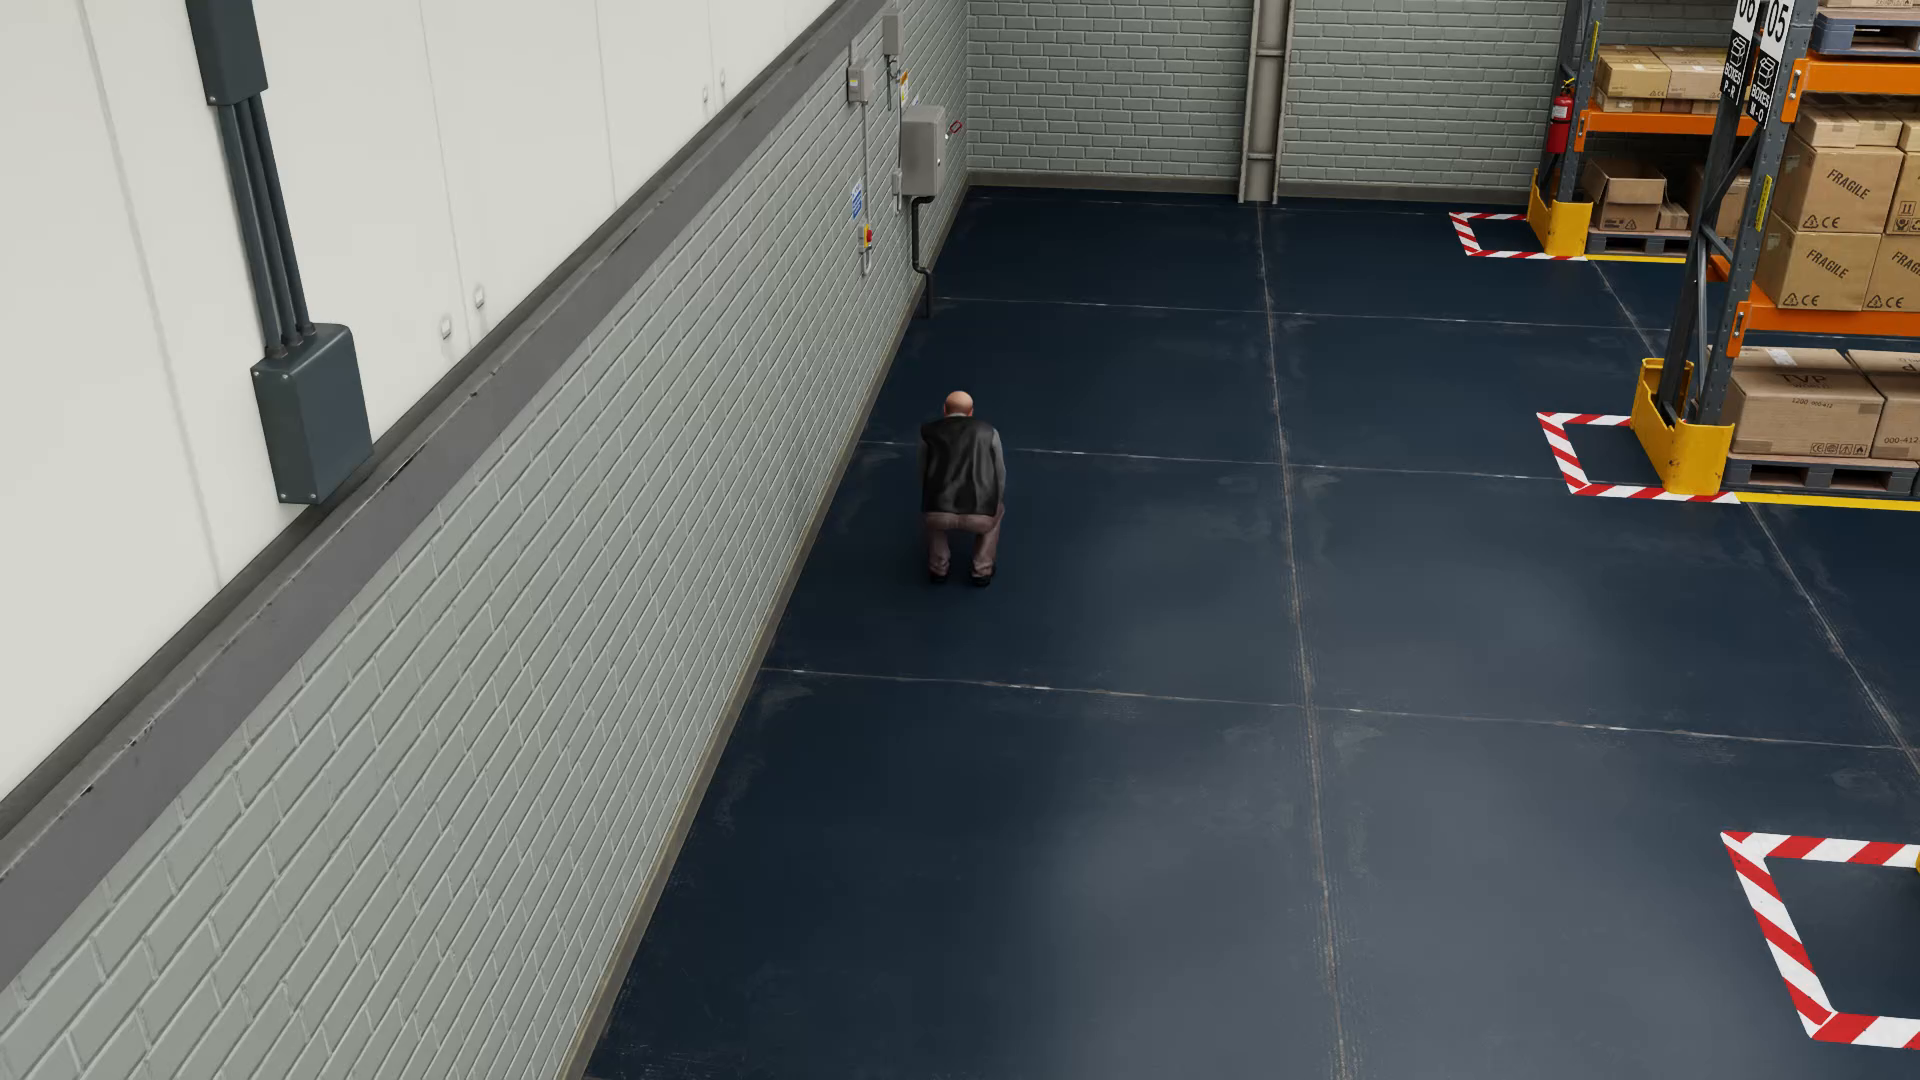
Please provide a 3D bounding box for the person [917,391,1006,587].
[{"bbox_3d":[-0.012,-0.291,9.934,0.548,1.025,0.855,3,28,6],"label":"person"}]
